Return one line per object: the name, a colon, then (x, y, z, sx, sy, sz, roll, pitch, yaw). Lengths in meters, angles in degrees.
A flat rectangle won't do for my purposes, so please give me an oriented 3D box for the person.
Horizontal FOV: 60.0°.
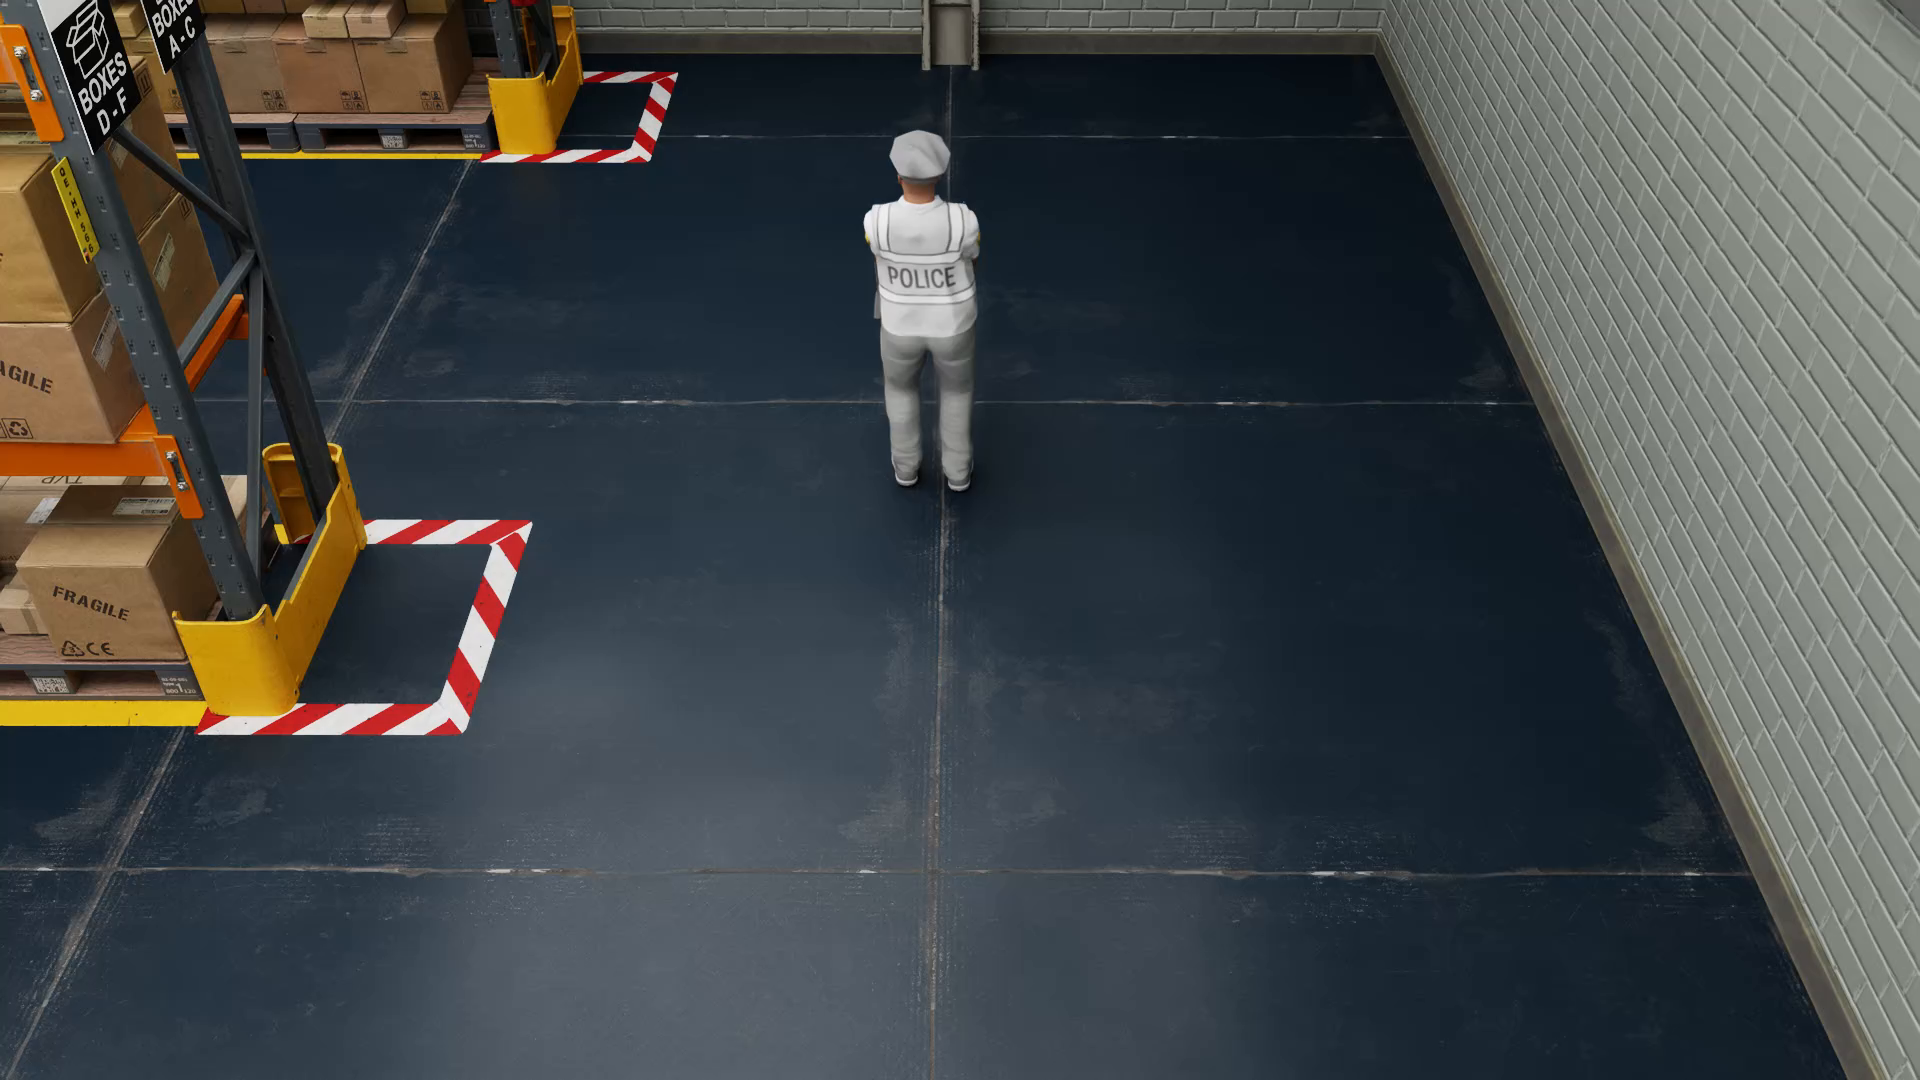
person: (-0.157, -1.024, 7.397, 0.493, 1.758, 0.564, 1, 39, 1)
